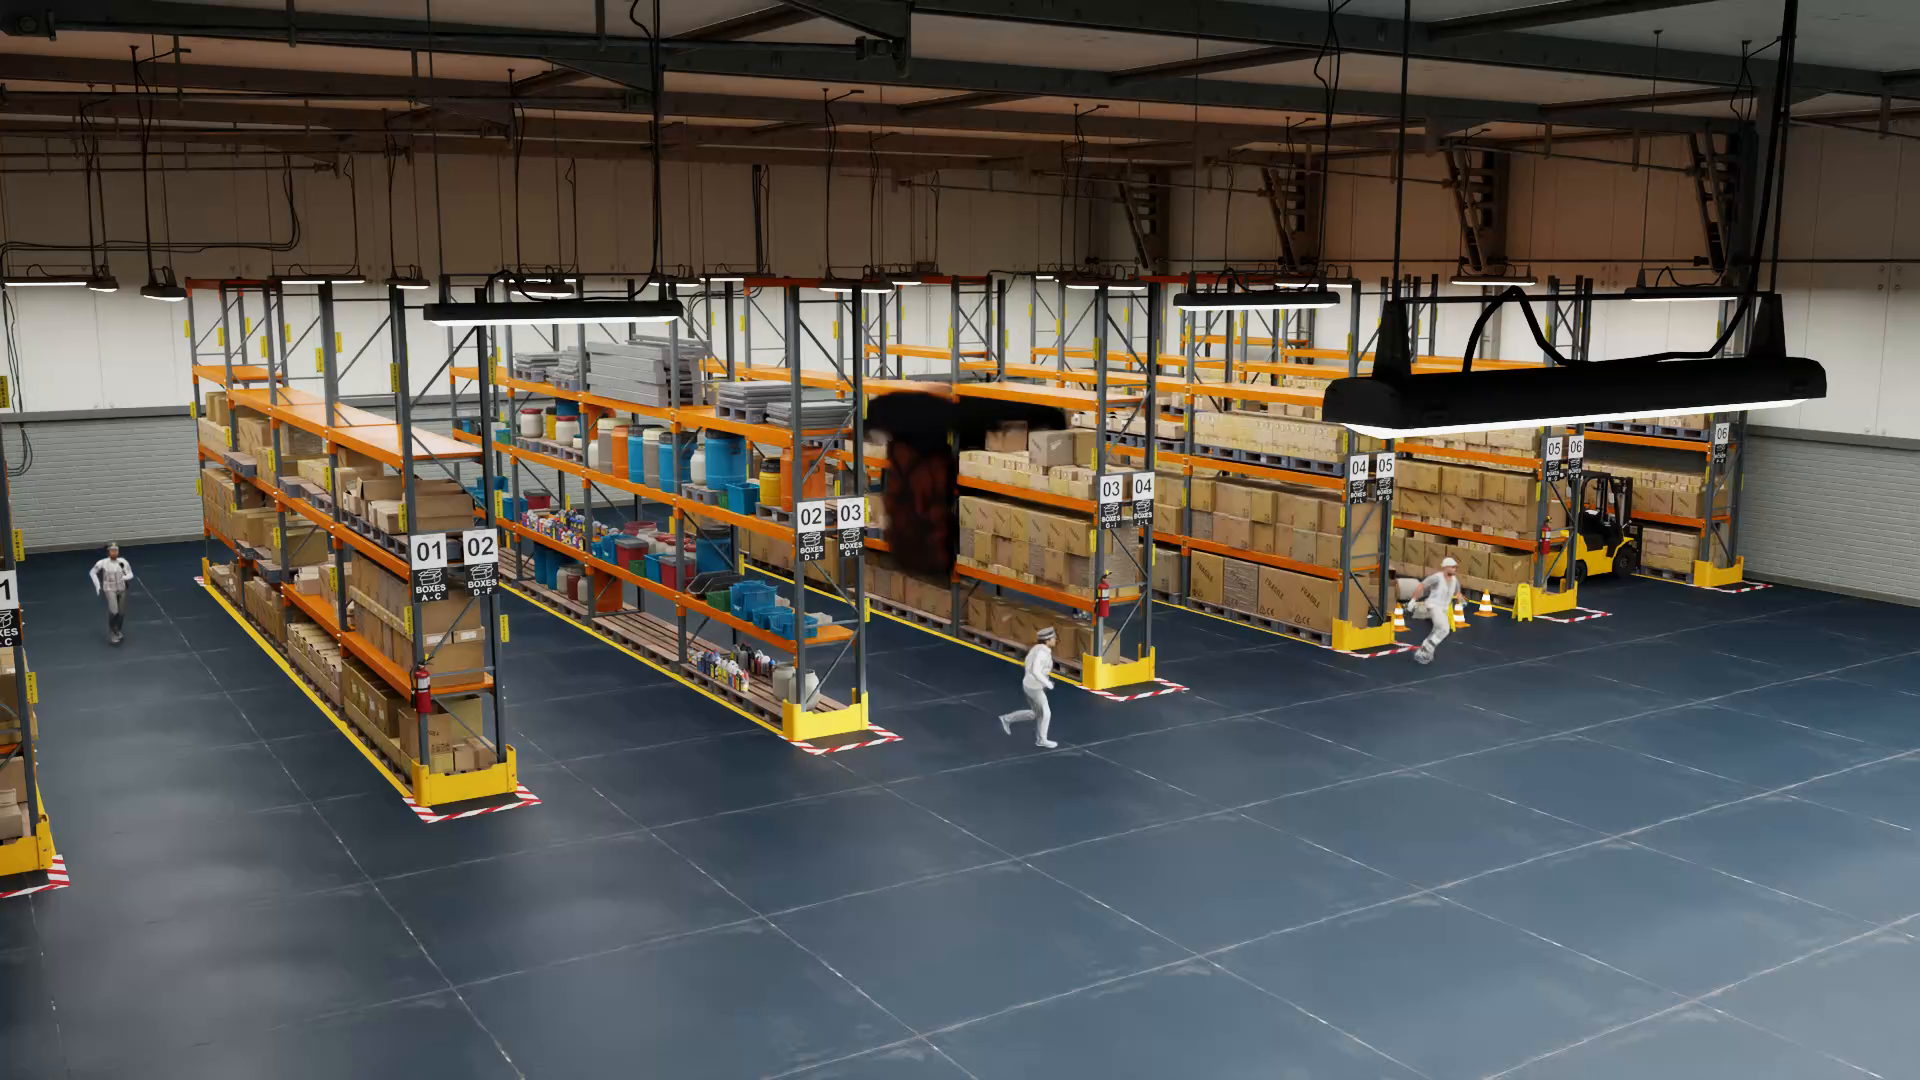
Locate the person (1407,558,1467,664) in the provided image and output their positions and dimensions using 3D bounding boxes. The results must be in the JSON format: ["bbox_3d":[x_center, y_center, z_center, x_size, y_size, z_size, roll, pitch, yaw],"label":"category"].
[{"bbox_3d":[7.621,1.122,26.330,0.838,1.691,0.726,-8,13,-40],"label":"person"}]

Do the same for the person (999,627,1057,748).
[{"bbox_3d":[0.890,1.937,21.668,0.762,1.640,0.605,1,10,5],"label":"person"}]

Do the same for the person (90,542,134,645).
[{"bbox_3d":[-14.083,0.881,27.711,0.594,1.717,0.695,-9,13,-41],"label":"person"}]

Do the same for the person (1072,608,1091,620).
[{"bbox_3d":[2.306,0.671,28.582,0.883,1.465,0.535,8,13,41],"label":"person"}]
